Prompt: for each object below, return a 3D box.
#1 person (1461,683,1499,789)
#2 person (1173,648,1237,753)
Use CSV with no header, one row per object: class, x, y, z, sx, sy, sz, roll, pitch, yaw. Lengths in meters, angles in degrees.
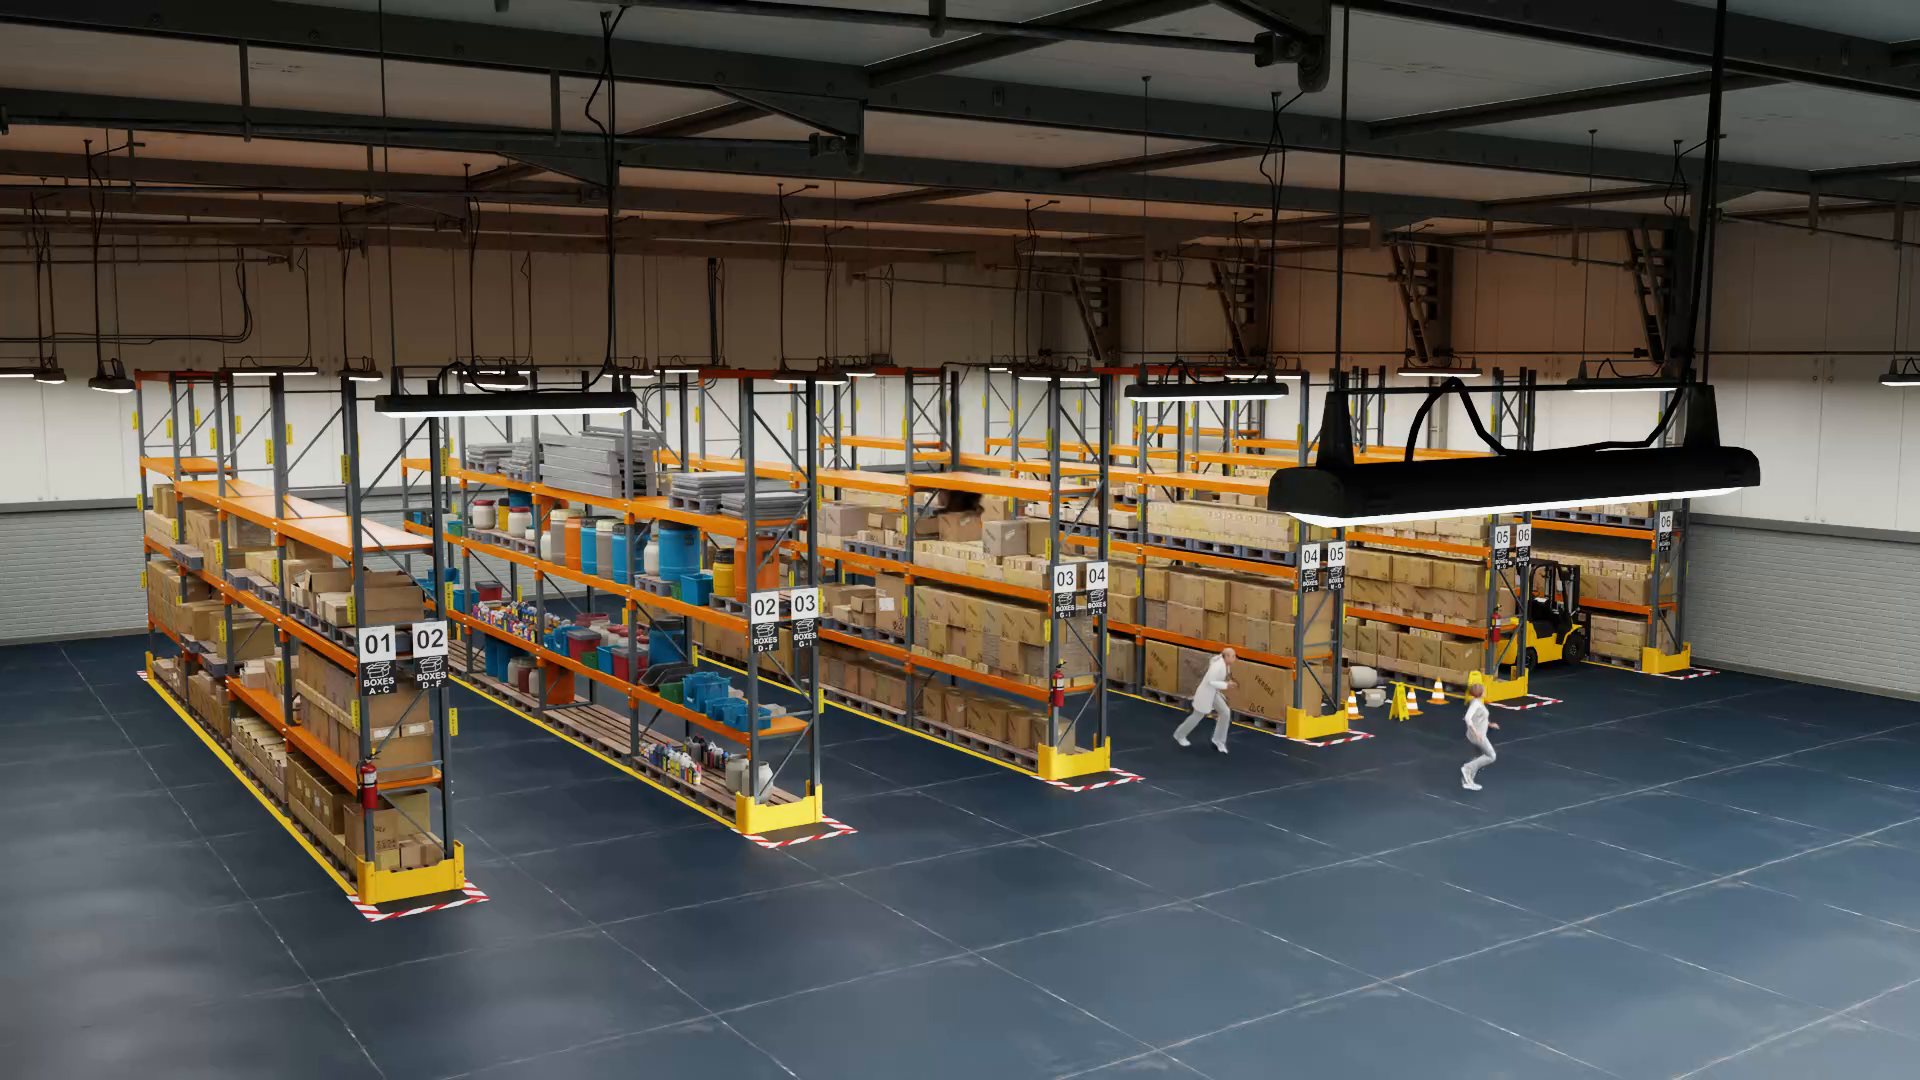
person,7.537,2.847,24.076,0.537,1.554,0.537,1,7,11
person,3.920,2.541,26.502,1.072,1.739,0.753,3,7,26
